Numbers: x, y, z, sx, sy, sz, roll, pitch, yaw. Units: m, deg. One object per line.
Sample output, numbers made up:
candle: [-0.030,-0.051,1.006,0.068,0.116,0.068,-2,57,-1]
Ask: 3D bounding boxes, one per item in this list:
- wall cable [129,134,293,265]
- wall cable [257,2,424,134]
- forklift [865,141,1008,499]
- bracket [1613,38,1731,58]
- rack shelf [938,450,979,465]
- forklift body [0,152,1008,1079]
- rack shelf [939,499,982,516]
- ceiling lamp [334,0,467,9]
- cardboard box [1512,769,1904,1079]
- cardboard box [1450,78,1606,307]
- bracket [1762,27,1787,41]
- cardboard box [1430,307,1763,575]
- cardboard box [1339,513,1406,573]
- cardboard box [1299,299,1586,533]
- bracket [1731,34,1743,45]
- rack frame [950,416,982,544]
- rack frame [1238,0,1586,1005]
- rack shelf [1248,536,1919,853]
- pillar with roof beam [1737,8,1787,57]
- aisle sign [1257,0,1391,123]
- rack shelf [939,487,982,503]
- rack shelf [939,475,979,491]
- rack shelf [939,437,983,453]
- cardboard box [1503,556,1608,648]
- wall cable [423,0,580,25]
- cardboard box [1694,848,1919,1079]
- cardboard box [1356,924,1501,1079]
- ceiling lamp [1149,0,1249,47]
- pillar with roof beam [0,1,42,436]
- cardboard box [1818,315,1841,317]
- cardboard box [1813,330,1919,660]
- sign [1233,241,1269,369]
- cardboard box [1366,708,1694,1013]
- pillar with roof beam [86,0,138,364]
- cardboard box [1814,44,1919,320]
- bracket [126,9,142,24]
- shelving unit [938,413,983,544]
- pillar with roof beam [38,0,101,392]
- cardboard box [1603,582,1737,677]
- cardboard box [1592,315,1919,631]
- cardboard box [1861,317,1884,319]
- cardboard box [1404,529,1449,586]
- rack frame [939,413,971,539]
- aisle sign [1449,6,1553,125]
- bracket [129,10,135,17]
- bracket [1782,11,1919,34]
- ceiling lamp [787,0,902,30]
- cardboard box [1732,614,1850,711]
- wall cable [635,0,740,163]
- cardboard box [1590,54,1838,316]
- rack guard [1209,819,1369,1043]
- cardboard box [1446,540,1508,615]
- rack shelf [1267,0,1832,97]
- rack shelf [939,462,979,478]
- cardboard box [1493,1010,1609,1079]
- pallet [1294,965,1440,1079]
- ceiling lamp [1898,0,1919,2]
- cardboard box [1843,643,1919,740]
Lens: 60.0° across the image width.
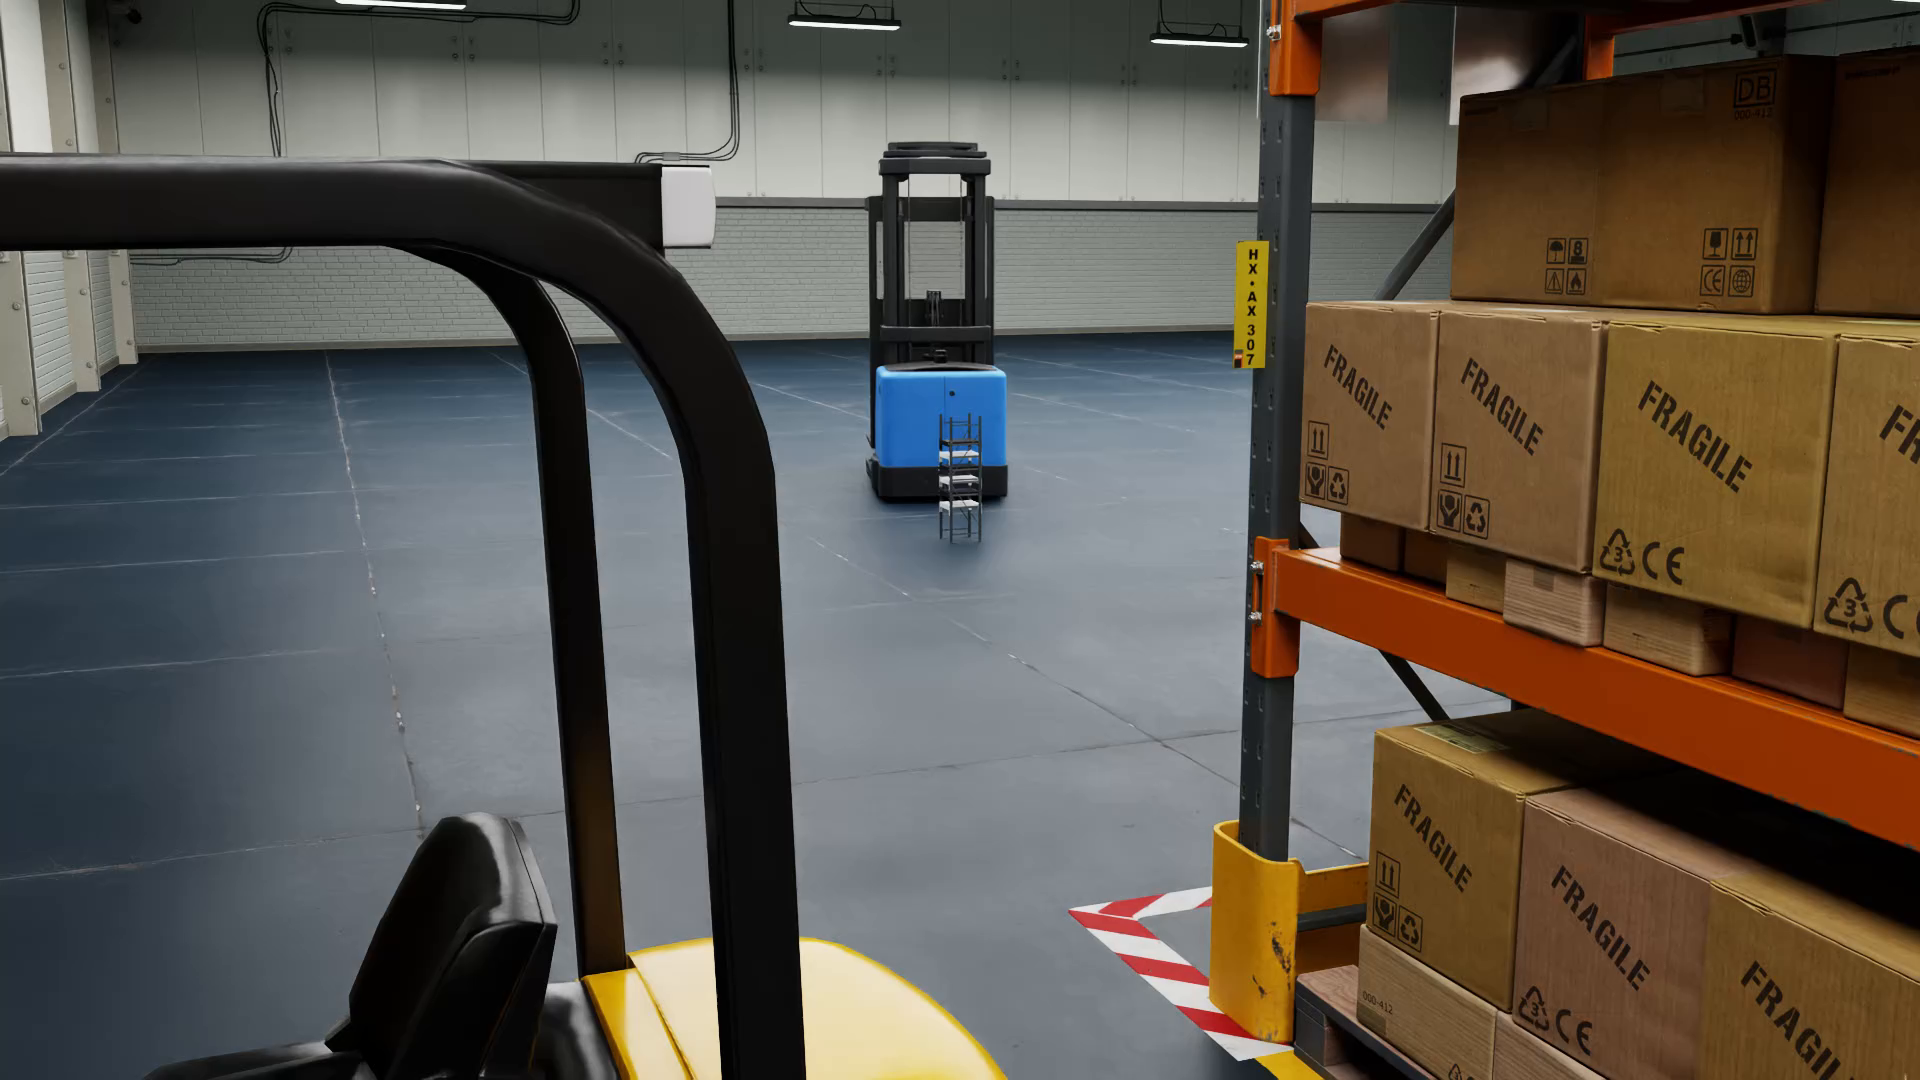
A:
wall cable: [-14.659,-6.615,32.282,3.097,2.526,0.112,-4,11,-21]
wall cable: [-12.137,-9.274,32.805,3.097,2.526,0.112,-4,11,-21]
forklift: [-0.272,-1.994,14.759,1.130,2.935,3.031,-1,10,-6]
bracket: [15.289,-10.840,36.886,0.076,0.066,4.783,-4,11,-21]
rack shelf: [0.003,-0.586,11.808,0.258,0.077,0.200,-4,11,-21]
forklift body: [-0.977,0.712,1.777,2.313,2.155,1.214,-4,11,-21]
rack shelf: [0.003,-0.232,11.871,0.258,0.077,0.200,-4,11,-21]
ceiling lamp: [-8.997,-10.124,26.472,2.000,3.185,0.800,-4,11,-21]
cardboard box: [1.498,0.801,3.366,0.500,0.500,0.500,-4,11,-23]
cardboard box: [1.649,-0.834,4.053,0.700,0.500,0.500,-4,11,-22]
bracket: [16.529,-10.281,33.745,0.235,0.232,0.430,-4,11,-21]
cardboard box: [1.364,-0.232,3.523,0.500,0.500,0.500,-4,11,-19]
cardboard box: [1.191,-0.023,4.202,0.380,0.149,0.250,-4,11,-21]
cardboard box: [1.174,-0.316,3.998,0.500,0.500,0.500,-4,11,-22]
bracket: [16.229,-10.416,34.506,0.235,0.232,0.430,-4,11,-21]
rack frame: [0.040,-0.425,11.741,0.240,0.900,0.006,-4,11,-21]
rack frame: [1.261,-0.215,4.566,1.000,3.000,0.127,-4,11,-21]
rack shelf: [1.985,0.465,2.794,1.077,0.370,4.000,-4,11,-21]
pillar with roof beam: [12.697,-8.326,33.031,9.100,9.000,0.548,-4,11,-21]
aisle sign: [0.949,-1.486,4.285,0.394,0.787,0.004,-4,11,-21]
rack shelf: [0.003,-0.320,11.855,0.258,0.077,0.200,-4,11,-21]
rack shelf: [0.003,-0.409,11.840,0.258,0.077,0.200,-4,11,-21]
rack shelf: [0.003,-0.675,11.792,0.258,0.077,0.200,-4,11,-21]
cardboard box: [1.365,0.110,3.454,0.380,0.149,0.250,-4,11,-20]
wall cable: [-9.253,-11.709,33.510,3.097,2.526,0.112,-4,11,-21]
cardboard box: [1.672,0.883,2.902,0.500,0.500,0.500,-4,11,-20]
cardboard box: [1.295,1.081,3.931,0.500,0.250,0.500,-4,11,-21]
ceiling lamp: [4.471,-11.041,31.628,2.000,3.185,0.800,-4,11,-21]
pillar with roof beam: [-6.463,-5.894,19.359,9.100,9.000,0.400,-4,11,-21]
cardboard box: [1.891,-0.258,3.670,0.500,0.500,0.500,-4,11,-21]
cardboard box: [1.742,-0.066,2.593,0.500,0.500,0.500,-4,11,-22]
sign: [0.755,-0.607,4.297,0.100,0.325,0.005,-4,11,-21]
cardboard box: [1.304,0.715,3.844,0.500,0.500,0.500,-4,11,-23]
pillar with roof beam: [-10.811,-7.853,30.371,9.100,9.000,0.548,-4,11,-21]
cardboard box: [2.106,-0.674,3.154,0.700,0.500,0.500,-4,11,-22]
bracket: [-15.502,-9.829,31.202,0.235,0.232,0.430,-4,11,-21]
shelving unit: [0.003,-0.442,11.834,0.258,0.900,0.210,-4,11,-21]
pillar with roof beam: [-8.637,-6.873,24.865,9.100,9.000,0.400,-4,11,-21]
cardboard box: [1.490,0.150,3.229,0.380,0.149,0.250,-4,11,-19]
cardboard box: [1.550,-0.149,3.056,0.500,0.500,0.500,-4,11,-22]
cardboard box: [2.069,-0.176,3.210,0.500,0.500,0.500,-4,11,-21]
cardboard box: [1.296,0.017,3.976,0.380,0.149,0.250,-4,11,-20]
rack frame: [-0.034,-0.458,11.927,0.240,0.900,0.006,-4,11,-21]
aisle sign: [1.508,-1.524,4.499,0.394,0.787,0.004,-4,11,-21]
bracket: [-15.288,-9.732,30.660,0.076,0.066,3.189,-4,11,-21]
bracket: [17.463,-9.860,31.380,0.076,0.066,4.783,-4,11,-21]
ceiling lamp: [-2.109,-10.593,29.109,2.000,3.185,0.800,-4,11,-21]
cardboard box: [1.642,0.189,3.008,0.380,0.149,0.250,-4,11,-19]
wall cable: [-5.805,-10.418,35.084,2.305,6.003,0.169,-4,11,-21]
cardboard box: [1.825,-0.751,3.586,0.700,0.500,0.500,-4,11,-20]
rack guard: [1.288,1.028,4.715,1.175,0.500,0.348,-4,11,-21]
cardboard box: [1.316,0.066,3.703,0.380,0.149,0.250,-4,11,-23]
rack shelf: [1.985,-1.012,2.531,1.077,0.370,4.000,-4,11,-21]
rack shelf: [0.003,-0.498,11.824,0.258,0.077,0.200,-4,11,-21]
cardboard box: [1.473,1.165,3.460,0.500,0.250,0.500,-3,11,-19]
pallet: [1.549,1.305,3.982,1.003,0.211,1.213,-4,11,-21]
ceiling lamp: [14.614,-10.040,25.883,2.000,3.144,0.800,-4,11,-21]
cardboard box: [1.710,0.234,2.755,0.380,0.149,0.250,-4,11,-22]
